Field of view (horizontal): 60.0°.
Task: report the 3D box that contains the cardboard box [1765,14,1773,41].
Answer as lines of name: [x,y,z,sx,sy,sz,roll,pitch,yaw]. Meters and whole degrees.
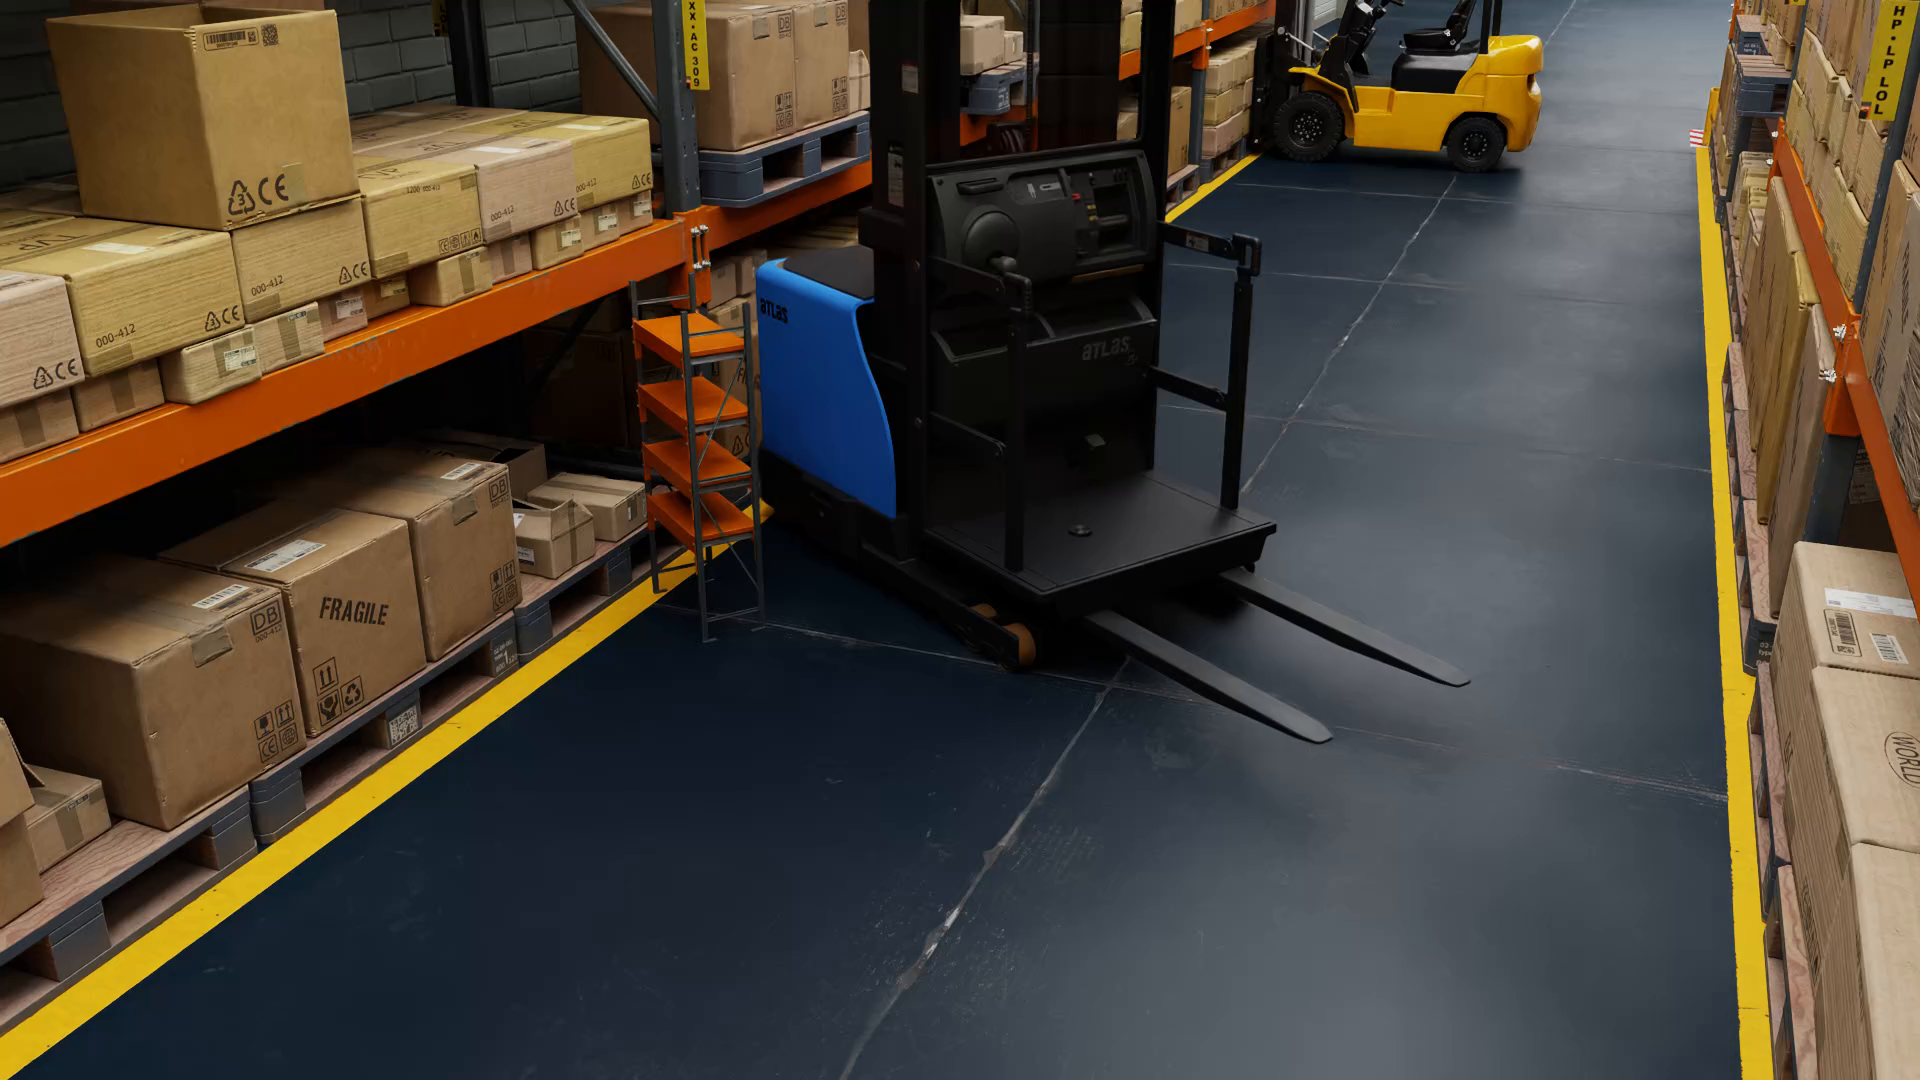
cardboard box: [5.096,-3.106,10.076,0.380,0.149,0.250,10,25,22]

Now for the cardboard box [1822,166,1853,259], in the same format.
cardboard box: [3.256,-1.090,5.663,0.500,0.250,0.500,8,24,19]

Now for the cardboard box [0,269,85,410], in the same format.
cardboard box: [-2.357,-0.431,3.698,0.500,0.250,0.500,9,24,21]

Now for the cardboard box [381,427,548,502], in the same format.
cardboard box: [-1.942,-0.241,6.378,0.500,0.311,0.500,10,25,22]

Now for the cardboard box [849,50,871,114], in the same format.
cardboard box: [-0.604,-2.064,7.429,0.396,0.266,0.258,10,25,23]

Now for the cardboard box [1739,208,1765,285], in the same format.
cardboard box: [5.105,-1.659,9.695,0.950,0.372,0.625,8,24,19]

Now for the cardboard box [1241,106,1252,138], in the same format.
cardboard box: [2.333,-3.774,14.915,0.500,0.250,0.500,9,24,21]

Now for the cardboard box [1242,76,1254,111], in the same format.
cardboard box: [2.344,-3.996,14.799,0.500,0.250,0.500,9,24,20]

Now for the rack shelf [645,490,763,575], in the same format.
rack shelf: [-0.928,-0.048,5.999,0.258,0.148,0.480,-13,26,-28]

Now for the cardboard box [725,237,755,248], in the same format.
cardboard box: [-1.210,-1.372,8.000,0.380,0.149,0.250,9,24,22]

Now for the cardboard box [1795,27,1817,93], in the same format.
cardboard box: [4.201,-2.228,7.737,0.500,0.250,0.500,9,24,20]

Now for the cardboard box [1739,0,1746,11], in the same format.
cardboard box: [6.881,-4.607,14.214,0.380,0.149,0.250,9,24,21]

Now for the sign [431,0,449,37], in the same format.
sign: [-1.993,-2.102,6.389,0.100,0.325,0.005,9,24,20]

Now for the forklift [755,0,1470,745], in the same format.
forklift: [0.430,-1.114,5.613,1.130,2.935,3.031,-15,27,-32]

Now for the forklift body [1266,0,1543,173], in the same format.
forklift body: [3.970,-4.453,14.620,2.313,2.155,1.214,9,24,20]

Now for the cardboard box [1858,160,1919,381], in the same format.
cardboard box: [2.716,-0.696,4.396,0.500,0.500,0.500,10,25,22]

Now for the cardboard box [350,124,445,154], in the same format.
cardboard box: [-2.091,-1.239,5.633,0.500,0.250,0.500,9,24,20]

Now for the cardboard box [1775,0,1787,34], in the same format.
cardboard box: [4.712,-2.978,8.928,0.500,0.500,0.500,8,24,19]

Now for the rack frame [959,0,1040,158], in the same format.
rack frame: [0.009,-2.921,9.852,1.000,3.000,0.127,9,24,20]

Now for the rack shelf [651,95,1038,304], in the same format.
rack shelf: [-0.734,-1.874,8.277,1.077,0.370,4.000,9,24,20]

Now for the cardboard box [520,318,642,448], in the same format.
cardboard box: [-1.569,-0.748,7.348,0.500,0.500,0.500,9,24,20]

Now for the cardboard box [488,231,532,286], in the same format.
cardboard box: [-1.634,-0.941,5.437,0.380,0.149,0.250,9,24,21]

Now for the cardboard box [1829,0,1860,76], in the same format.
cardboard box: [3.636,-2.036,6.306,0.500,0.500,0.500,9,24,21]

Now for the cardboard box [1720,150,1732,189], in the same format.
cardboard box: [6.075,-2.819,12.629,0.500,0.250,0.500,10,25,22]

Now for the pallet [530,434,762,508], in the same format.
pallet: [-1.210,-0.500,7.673,1.003,0.211,1.213,9,24,20]

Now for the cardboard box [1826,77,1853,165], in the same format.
cardboard box: [3.437,-1.501,5.997,0.500,0.250,0.500,9,24,21]

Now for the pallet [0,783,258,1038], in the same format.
pallet: [-2.639,0.916,4.284,1.003,0.211,1.213,9,24,20]

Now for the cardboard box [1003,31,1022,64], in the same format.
cardboard box: [0.121,-2.709,9.125,0.380,0.149,0.250,9,24,21]

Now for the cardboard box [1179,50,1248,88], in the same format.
cardboard box: [2.165,-4.049,14.277,0.500,0.250,0.500,9,24,20]

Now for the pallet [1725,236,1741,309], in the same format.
pallet: [5.365,-1.640,10.402,1.003,0.211,1.213,9,24,20]

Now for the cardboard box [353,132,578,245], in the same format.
cardboard box: [-1.612,-1.159,5.443,0.500,0.250,0.500,9,24,20]

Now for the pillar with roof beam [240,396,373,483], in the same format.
pillar with roof beam: [1.425,-3.522,3.506,9.100,9.000,0.400,9,24,20]

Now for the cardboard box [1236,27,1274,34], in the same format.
cardboard box: [2.915,-4.778,16.021,0.500,0.250,0.500,9,24,21]

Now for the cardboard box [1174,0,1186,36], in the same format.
cardboard box: [1.369,-3.885,12.354,0.500,0.250,0.500,9,24,20]

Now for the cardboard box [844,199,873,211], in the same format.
cardboard box: [-0.383,-1.681,8.739,0.380,0.149,0.250,8,24,19]

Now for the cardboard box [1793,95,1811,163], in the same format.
cardboard box: [4.029,-1.818,7.404,0.500,0.250,0.500,8,24,19]

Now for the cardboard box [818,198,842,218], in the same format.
cardboard box: [-0.855,-1.743,8.888,0.380,0.149,0.250,8,24,19]

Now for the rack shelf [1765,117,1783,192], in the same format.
rack shelf: [5.362,-2.596,10.006,1.077,0.370,4.000,9,24,20]

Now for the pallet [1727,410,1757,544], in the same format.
pallet: [3.801,-0.219,7.000,1.003,0.211,1.213,9,24,20]

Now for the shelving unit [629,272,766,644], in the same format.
shelving unit: [-0.928,-0.294,5.896,0.258,1.200,0.503,-13,26,-28]

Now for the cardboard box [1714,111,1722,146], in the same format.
cardboard box: [6.838,-3.569,14.426,0.500,0.250,0.500,10,25,22]

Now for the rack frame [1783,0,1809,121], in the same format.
rack frame: [4.619,-2.212,8.154,1.000,3.000,0.127,9,24,20]

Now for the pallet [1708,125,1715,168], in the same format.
pallet: [7.228,-3.475,14.796,1.003,0.211,1.213,9,24,20]

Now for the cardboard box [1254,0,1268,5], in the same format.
cardboard box: [2.474,-5.067,14.860,0.500,0.500,0.500,9,24,20]

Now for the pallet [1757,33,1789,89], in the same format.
pallet: [5.316,-2.838,9.901,1.003,0.211,1.213,9,24,20]

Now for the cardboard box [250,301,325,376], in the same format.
cardboard box: [-1.982,-0.572,4.554,0.380,0.149,0.250,9,24,21]

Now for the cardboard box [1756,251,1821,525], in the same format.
cardboard box: [3.617,-0.552,6.391,0.875,0.875,0.875,10,24,22]

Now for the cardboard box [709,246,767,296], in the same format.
cardboard box: [-1.045,-1.157,7.099,0.380,0.149,0.250,8,24,17]

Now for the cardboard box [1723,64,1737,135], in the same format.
cardboard box: [6.451,-3.530,13.358,0.500,0.500,0.500,10,25,23]

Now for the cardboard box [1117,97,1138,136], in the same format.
cardboard box: [1.016,-2.986,12.543,0.875,0.625,0.625,9,24,20]

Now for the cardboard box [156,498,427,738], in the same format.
cardboard box: [-2.005,0.221,5.029,0.500,0.500,0.500,9,24,21]

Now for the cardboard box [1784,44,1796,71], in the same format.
cardboard box: [4.555,-2.547,8.738,0.380,0.149,0.250,9,24,21]

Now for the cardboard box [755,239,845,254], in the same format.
cardboard box: [-0.764,-1.308,7.846,0.380,0.149,0.250,9,24,20]

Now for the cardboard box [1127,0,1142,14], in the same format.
cardboard box: [0.965,-3.757,11.398,0.500,0.250,0.500,9,24,21]

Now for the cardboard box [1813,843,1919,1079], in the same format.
cardboard box: [2.132,1.060,3.100,0.875,0.438,0.875,9,24,21]
